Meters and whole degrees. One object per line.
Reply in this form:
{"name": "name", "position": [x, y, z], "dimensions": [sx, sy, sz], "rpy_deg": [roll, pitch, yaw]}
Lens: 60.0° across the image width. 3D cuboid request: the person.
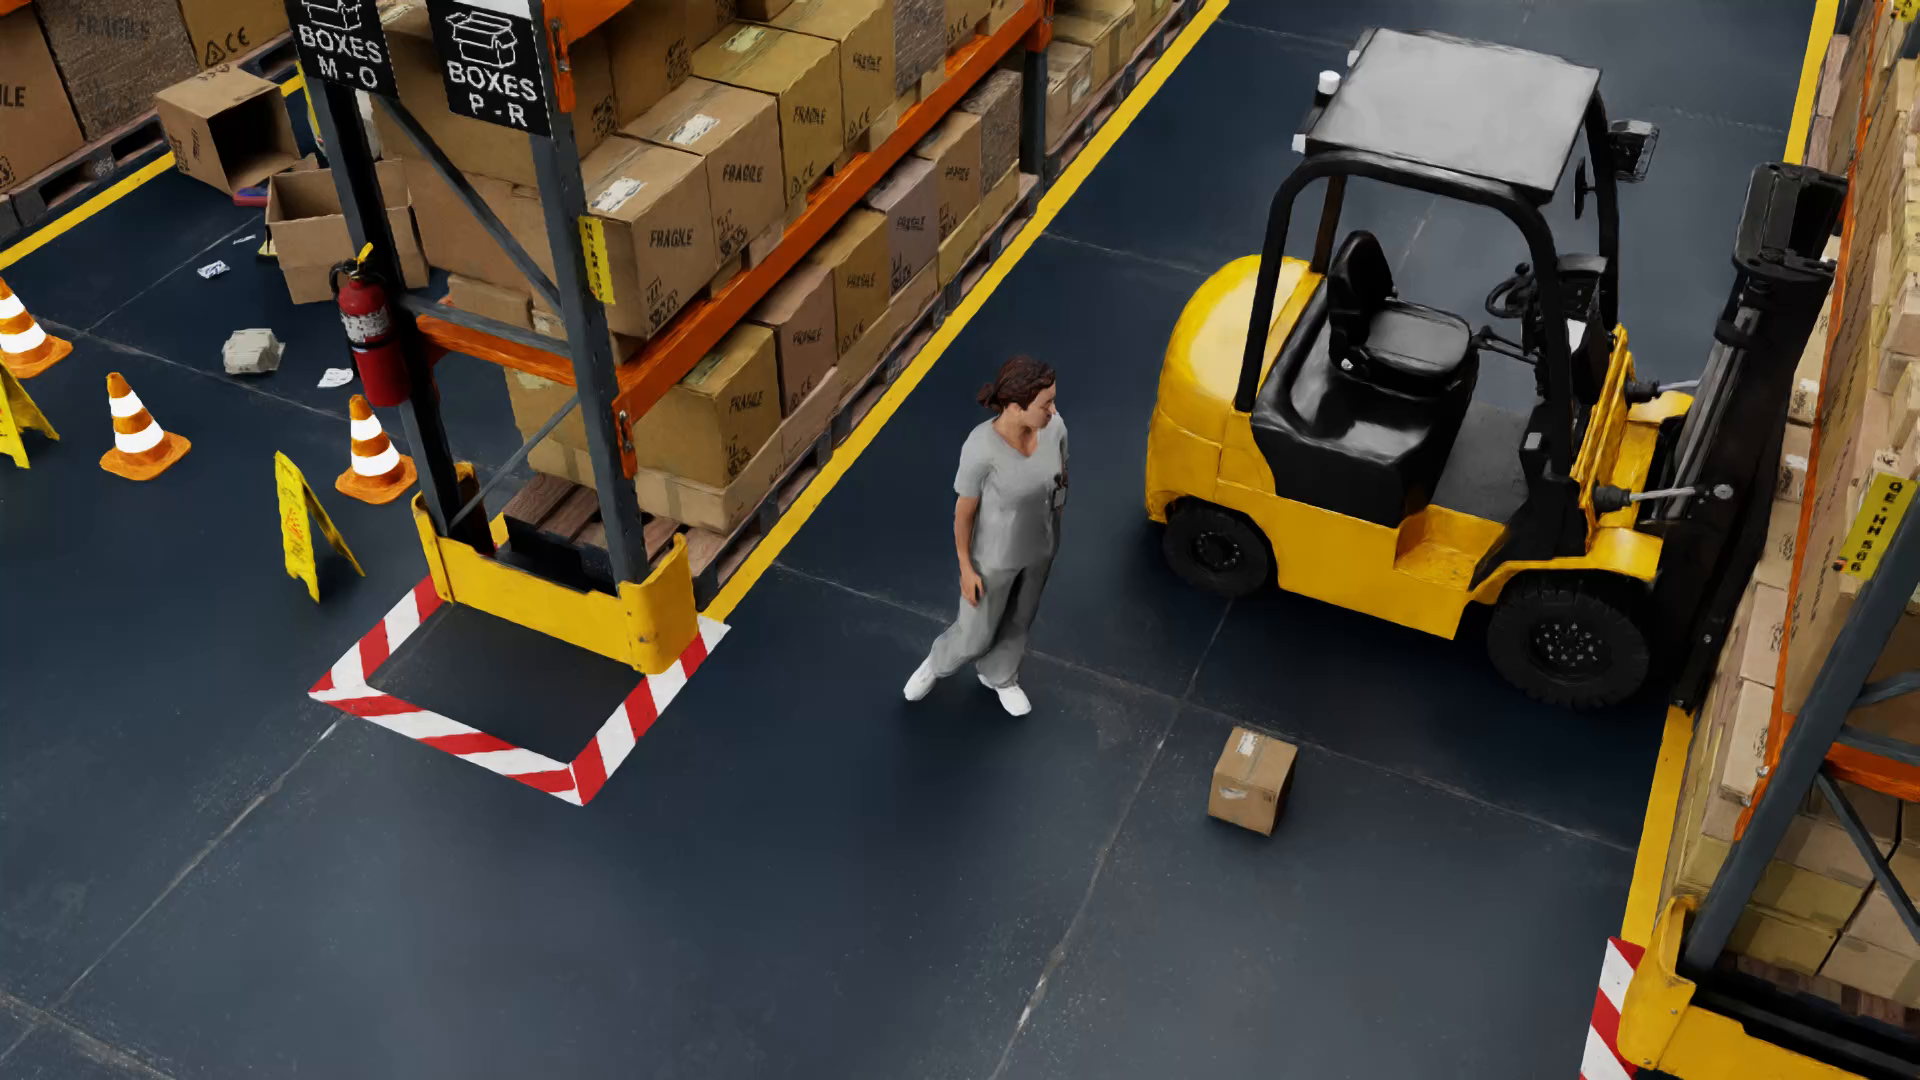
{"name": "person", "position": [0.158, -0.025, 6.115], "dimensions": [0.521, 1.602, 0.421], "rpy_deg": [-19, 46, -20]}
